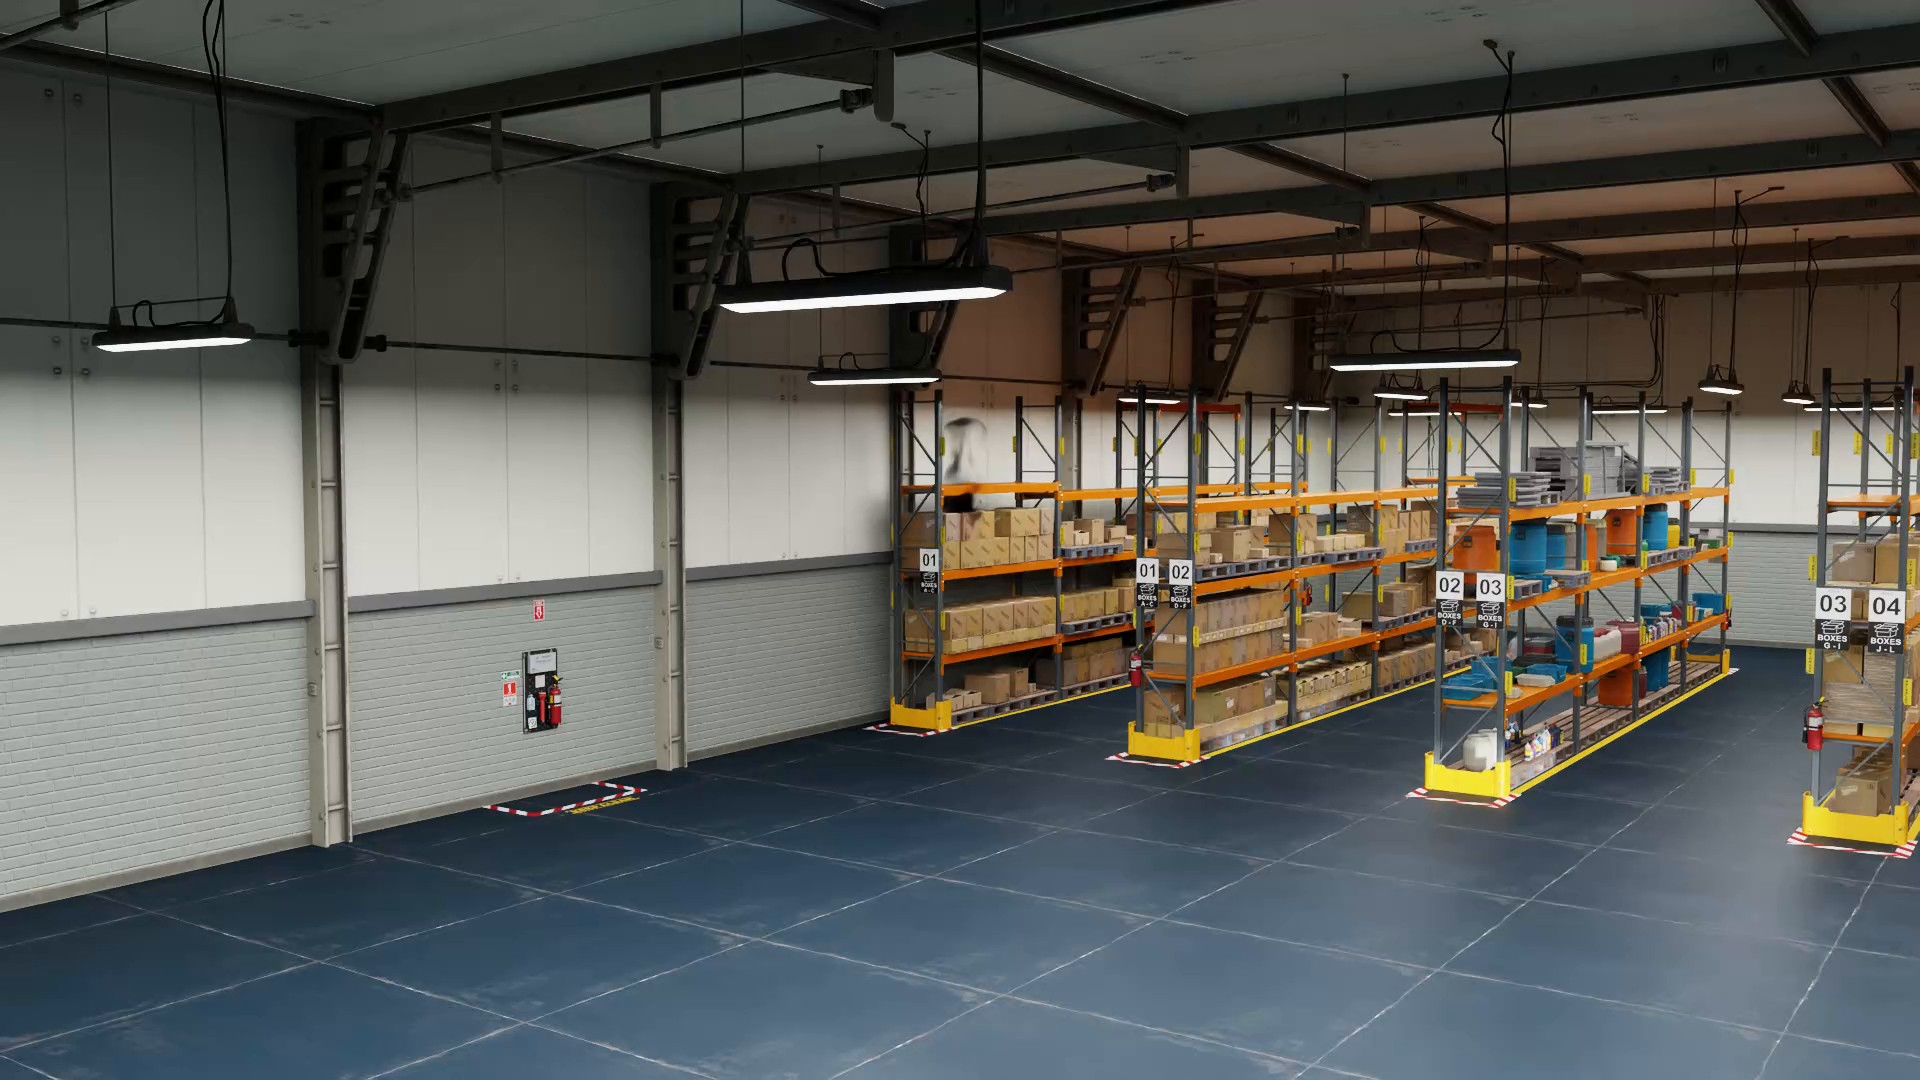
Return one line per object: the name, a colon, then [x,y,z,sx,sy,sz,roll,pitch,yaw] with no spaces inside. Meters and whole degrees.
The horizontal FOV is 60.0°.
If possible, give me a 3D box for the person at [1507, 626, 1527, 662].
person: [10.601,2.425,31.499,0.566,1.630,0.572,3,4,39]
